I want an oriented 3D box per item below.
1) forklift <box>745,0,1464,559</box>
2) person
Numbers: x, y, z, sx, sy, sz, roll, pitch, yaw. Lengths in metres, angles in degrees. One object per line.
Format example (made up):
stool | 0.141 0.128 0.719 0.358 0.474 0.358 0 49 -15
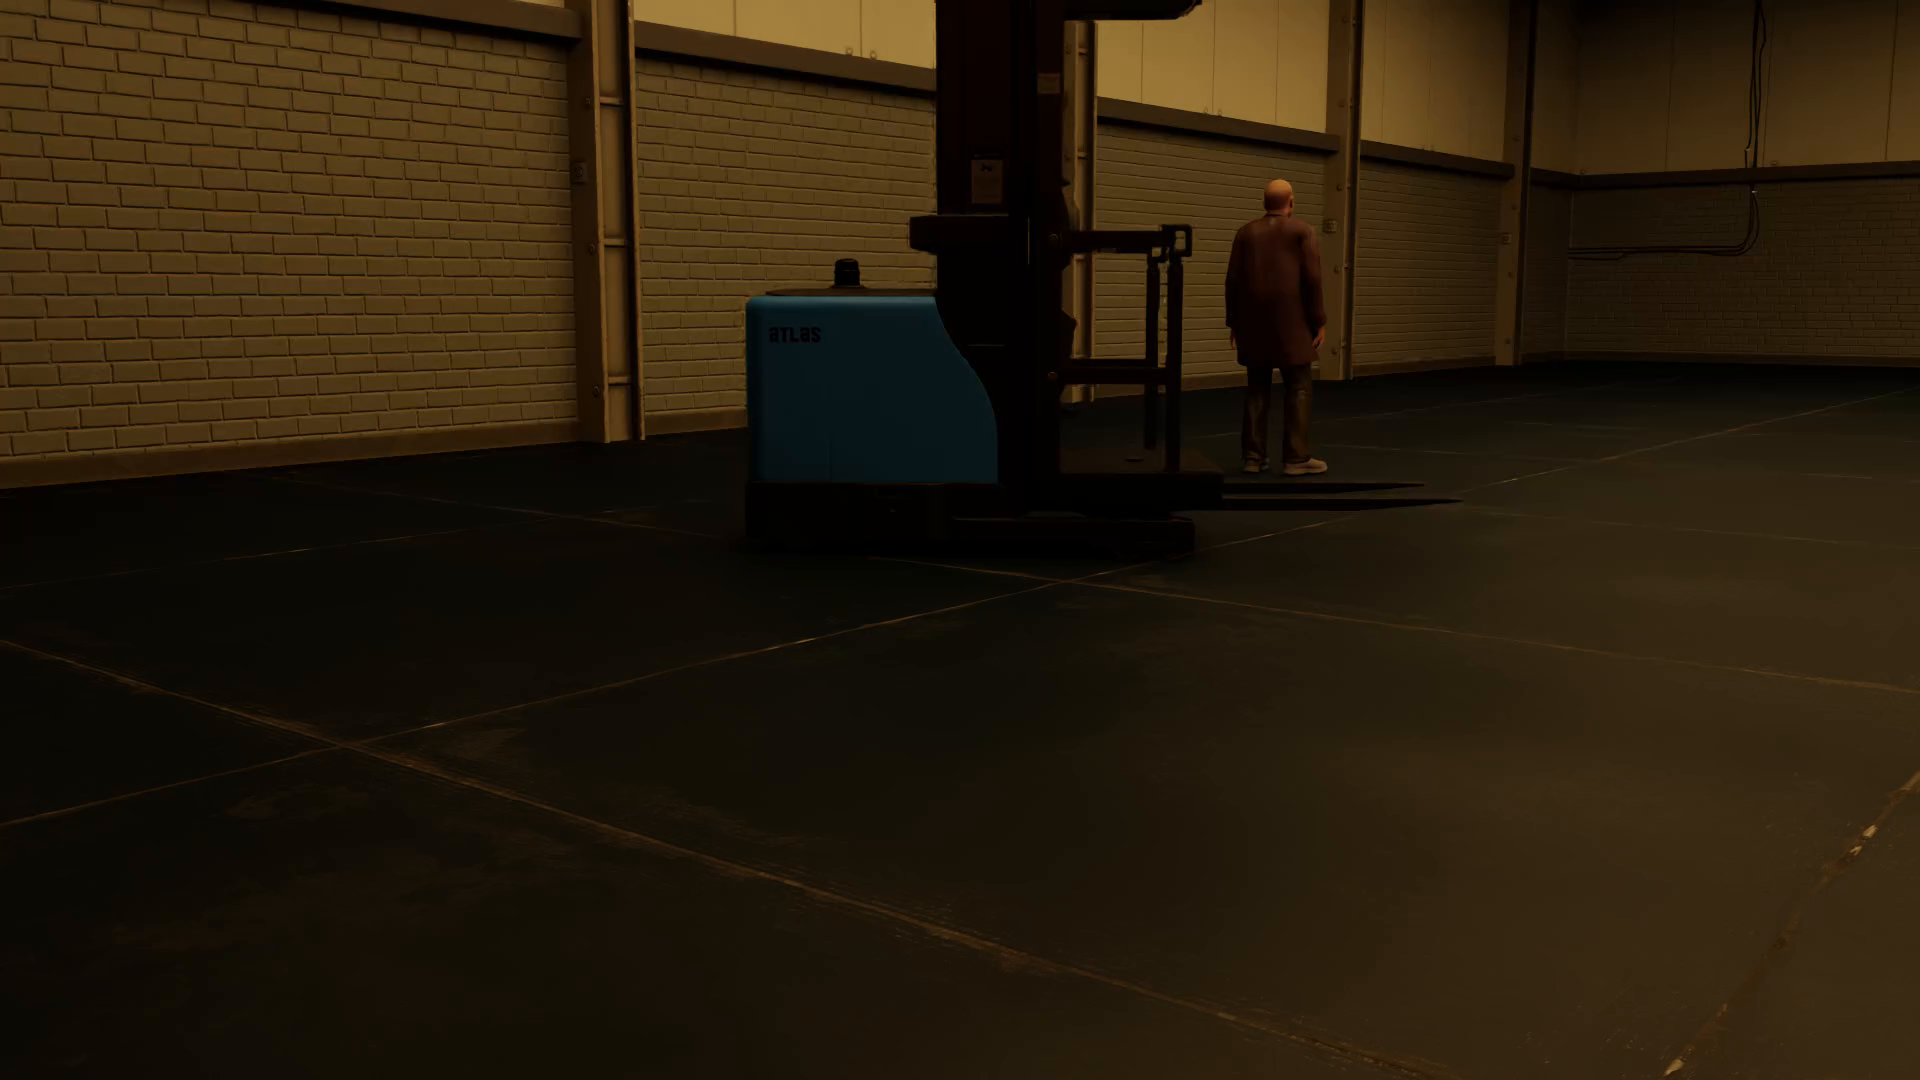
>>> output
forklift | 0.621 -1.451 7.197 3.031 2.935 1.130 0 8 1
person | 1.923 -1.292 10.114 0.642 1.772 0.435 5 10 33
